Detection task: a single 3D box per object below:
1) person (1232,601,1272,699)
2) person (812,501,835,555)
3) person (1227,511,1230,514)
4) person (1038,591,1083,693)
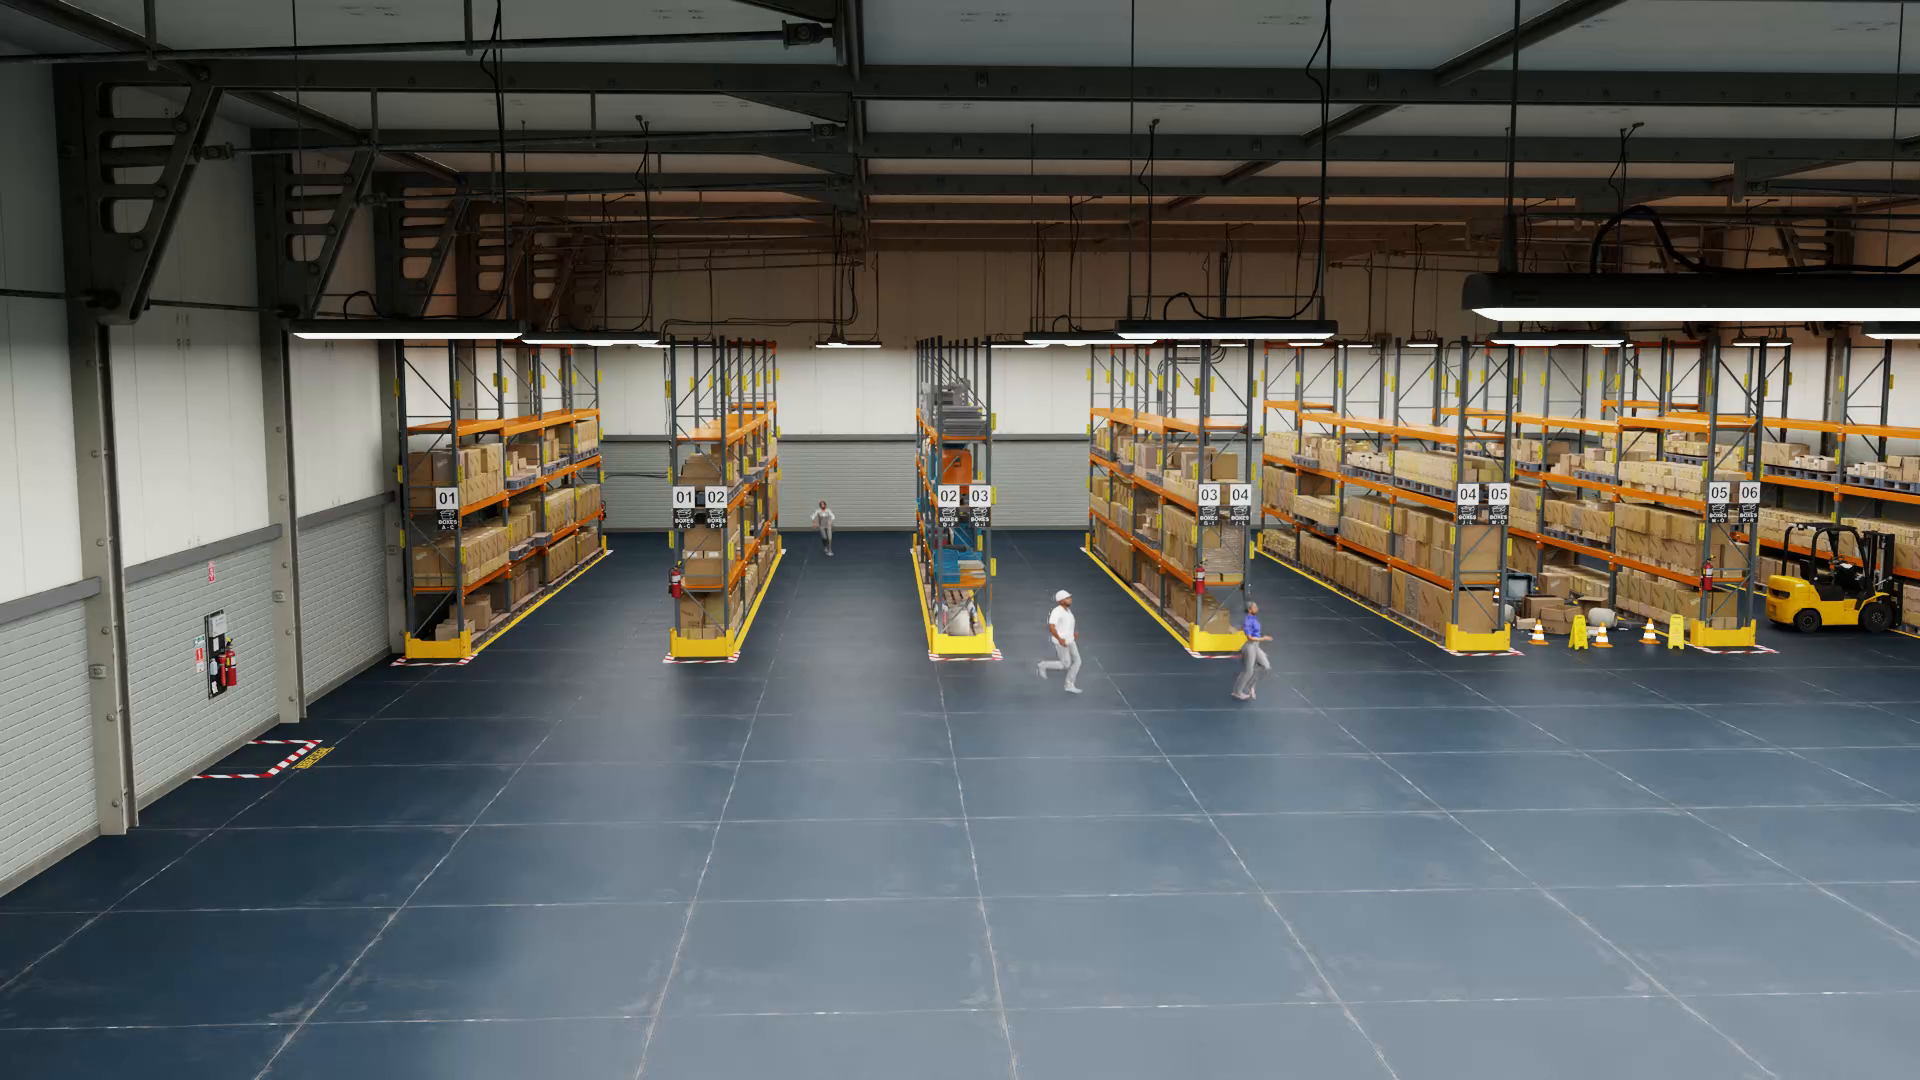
[{"bbox_3d":[4.810,1.811,27.279,0.637,1.638,0.544,3,7,28],"label":"person"},{"bbox_3d":[-3.804,-0.333,46.517,0.626,1.544,0.566,-2,7,-14],"label":"person"},{"bbox_3d":[8.074,-0.653,48.559,0.716,1.751,0.707,-6,9,-42],"label":"person"},{"bbox_3d":[1.704,1.706,28.021,0.759,1.725,0.703,3,7,27],"label":"person"}]
